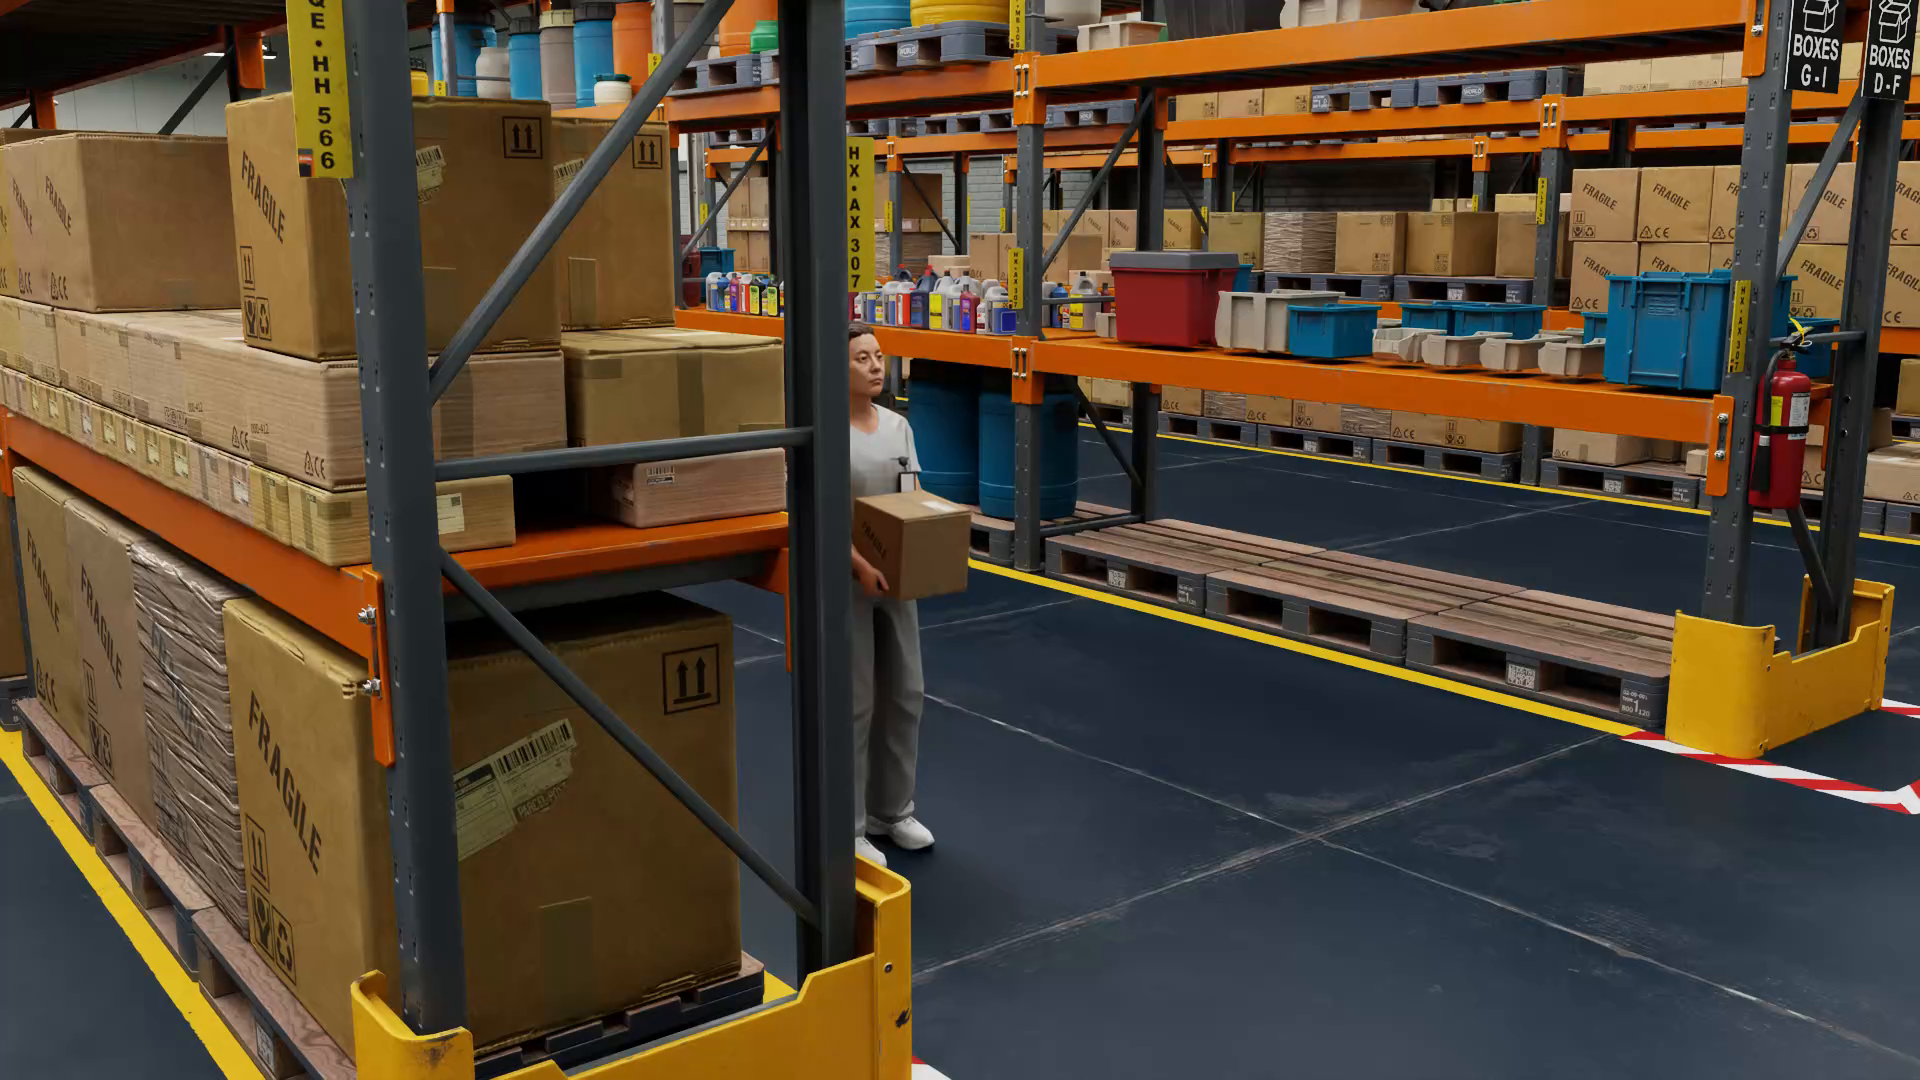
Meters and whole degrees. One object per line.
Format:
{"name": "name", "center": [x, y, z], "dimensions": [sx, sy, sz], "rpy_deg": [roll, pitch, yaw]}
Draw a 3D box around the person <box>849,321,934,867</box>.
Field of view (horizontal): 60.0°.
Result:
{"name": "person", "center": [-0.265, 0.166, 5.116], "dimensions": [0.437, 1.662, 0.555], "rpy_deg": [-8, 14, -37]}
